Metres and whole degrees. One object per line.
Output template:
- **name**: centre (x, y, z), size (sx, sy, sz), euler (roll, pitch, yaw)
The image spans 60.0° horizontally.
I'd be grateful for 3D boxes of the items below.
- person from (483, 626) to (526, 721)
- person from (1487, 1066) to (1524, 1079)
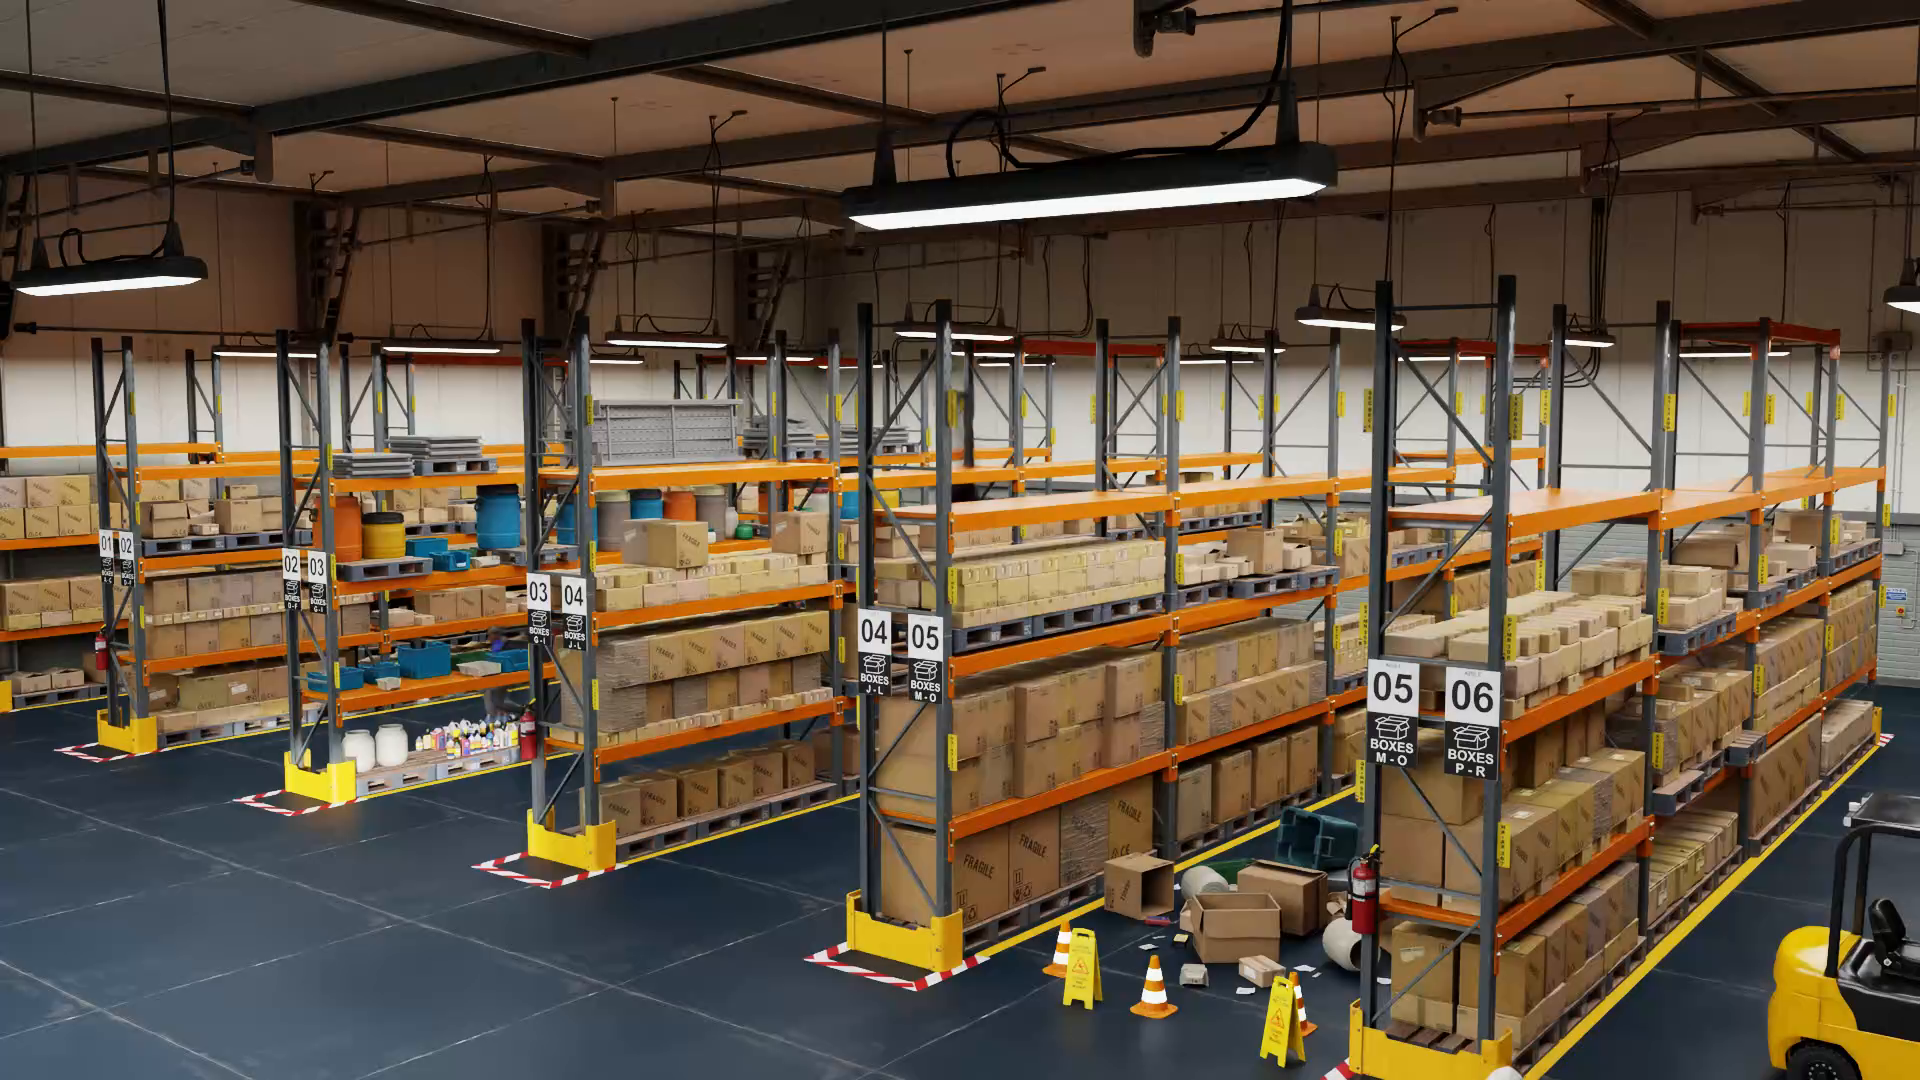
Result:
- **person**: centre (-7.057, 2.111, 25.635), size (0.772, 1.605, 0.539), euler (-2, 5, -17)
- **person**: centre (2.952, 3.561, 8.916), size (0.681, 1.716, 0.888), euler (2, 5, 22)
